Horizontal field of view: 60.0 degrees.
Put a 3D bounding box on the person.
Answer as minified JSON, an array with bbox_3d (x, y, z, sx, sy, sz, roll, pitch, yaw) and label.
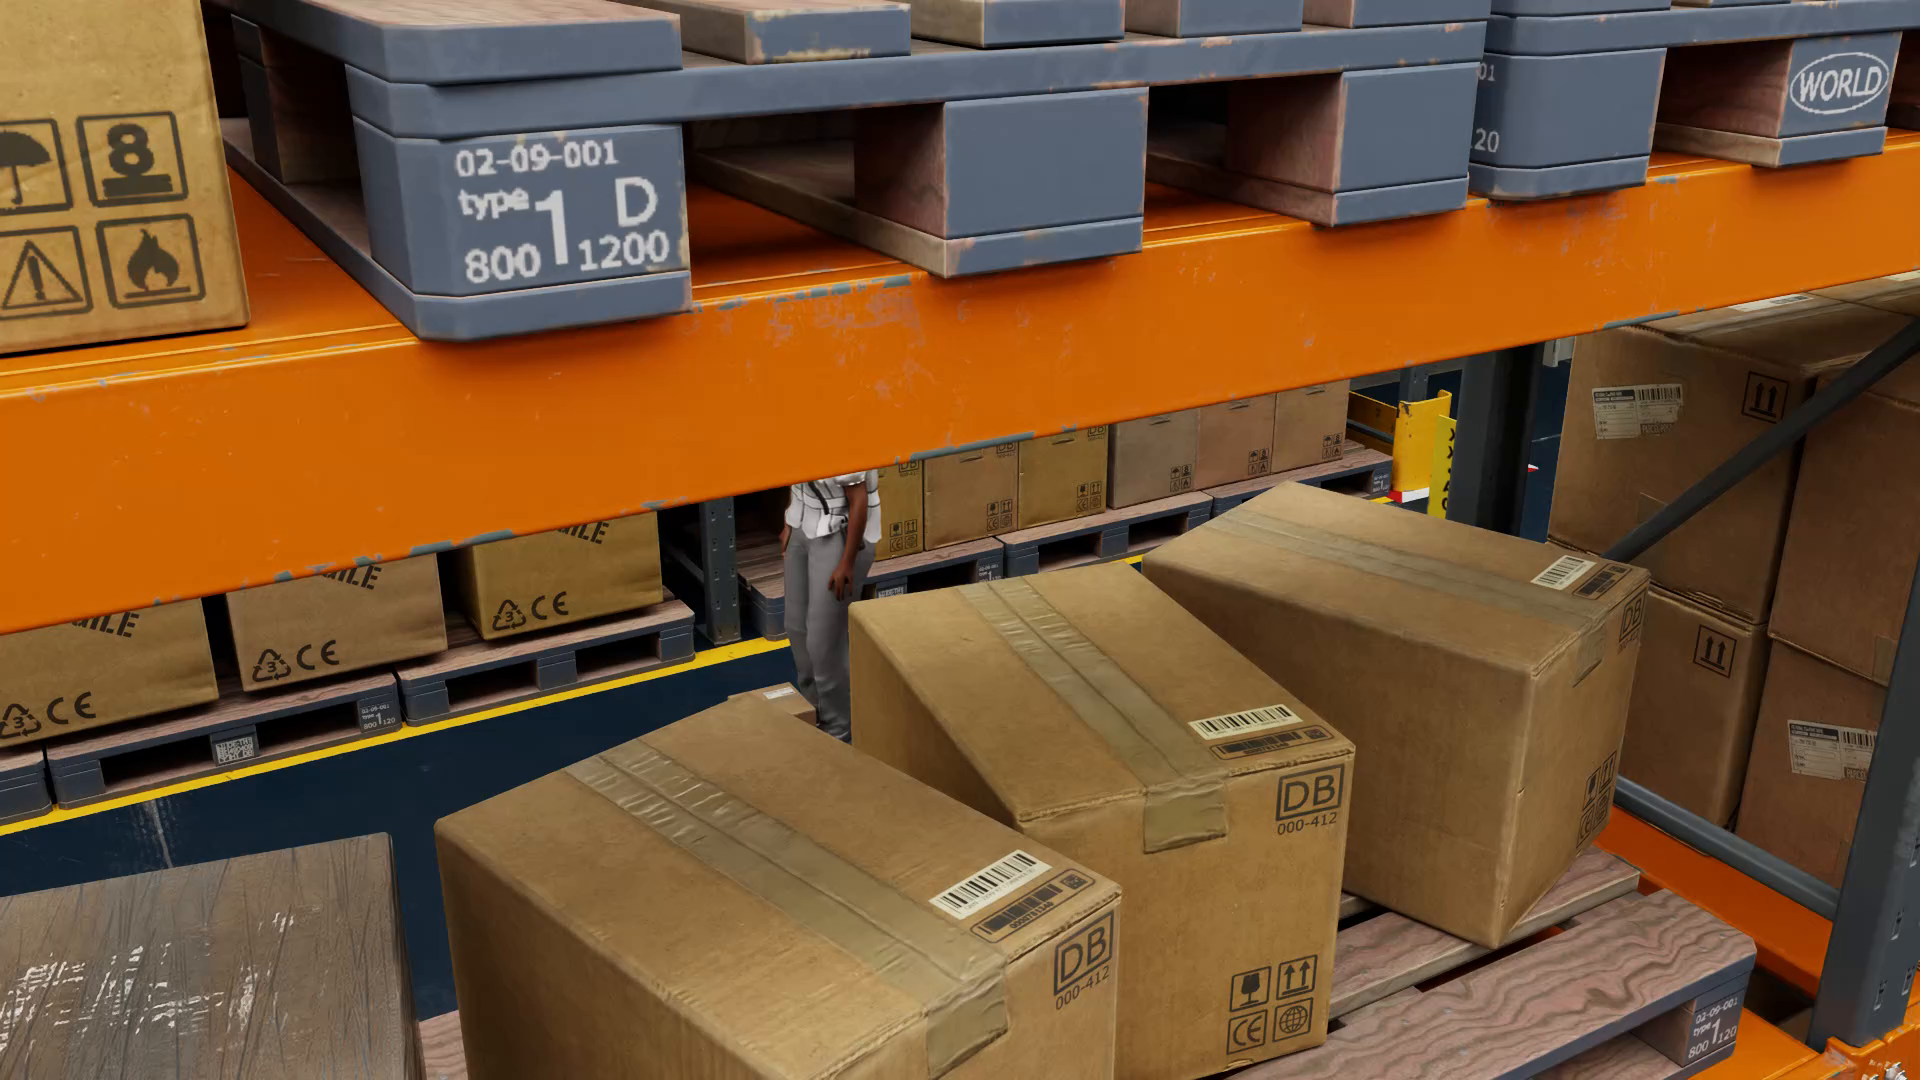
[{"bbox_3d":[-0.514,0.017,6.048,0.416,1.657,0.513,-13,25,-29],"label":"person"}]
